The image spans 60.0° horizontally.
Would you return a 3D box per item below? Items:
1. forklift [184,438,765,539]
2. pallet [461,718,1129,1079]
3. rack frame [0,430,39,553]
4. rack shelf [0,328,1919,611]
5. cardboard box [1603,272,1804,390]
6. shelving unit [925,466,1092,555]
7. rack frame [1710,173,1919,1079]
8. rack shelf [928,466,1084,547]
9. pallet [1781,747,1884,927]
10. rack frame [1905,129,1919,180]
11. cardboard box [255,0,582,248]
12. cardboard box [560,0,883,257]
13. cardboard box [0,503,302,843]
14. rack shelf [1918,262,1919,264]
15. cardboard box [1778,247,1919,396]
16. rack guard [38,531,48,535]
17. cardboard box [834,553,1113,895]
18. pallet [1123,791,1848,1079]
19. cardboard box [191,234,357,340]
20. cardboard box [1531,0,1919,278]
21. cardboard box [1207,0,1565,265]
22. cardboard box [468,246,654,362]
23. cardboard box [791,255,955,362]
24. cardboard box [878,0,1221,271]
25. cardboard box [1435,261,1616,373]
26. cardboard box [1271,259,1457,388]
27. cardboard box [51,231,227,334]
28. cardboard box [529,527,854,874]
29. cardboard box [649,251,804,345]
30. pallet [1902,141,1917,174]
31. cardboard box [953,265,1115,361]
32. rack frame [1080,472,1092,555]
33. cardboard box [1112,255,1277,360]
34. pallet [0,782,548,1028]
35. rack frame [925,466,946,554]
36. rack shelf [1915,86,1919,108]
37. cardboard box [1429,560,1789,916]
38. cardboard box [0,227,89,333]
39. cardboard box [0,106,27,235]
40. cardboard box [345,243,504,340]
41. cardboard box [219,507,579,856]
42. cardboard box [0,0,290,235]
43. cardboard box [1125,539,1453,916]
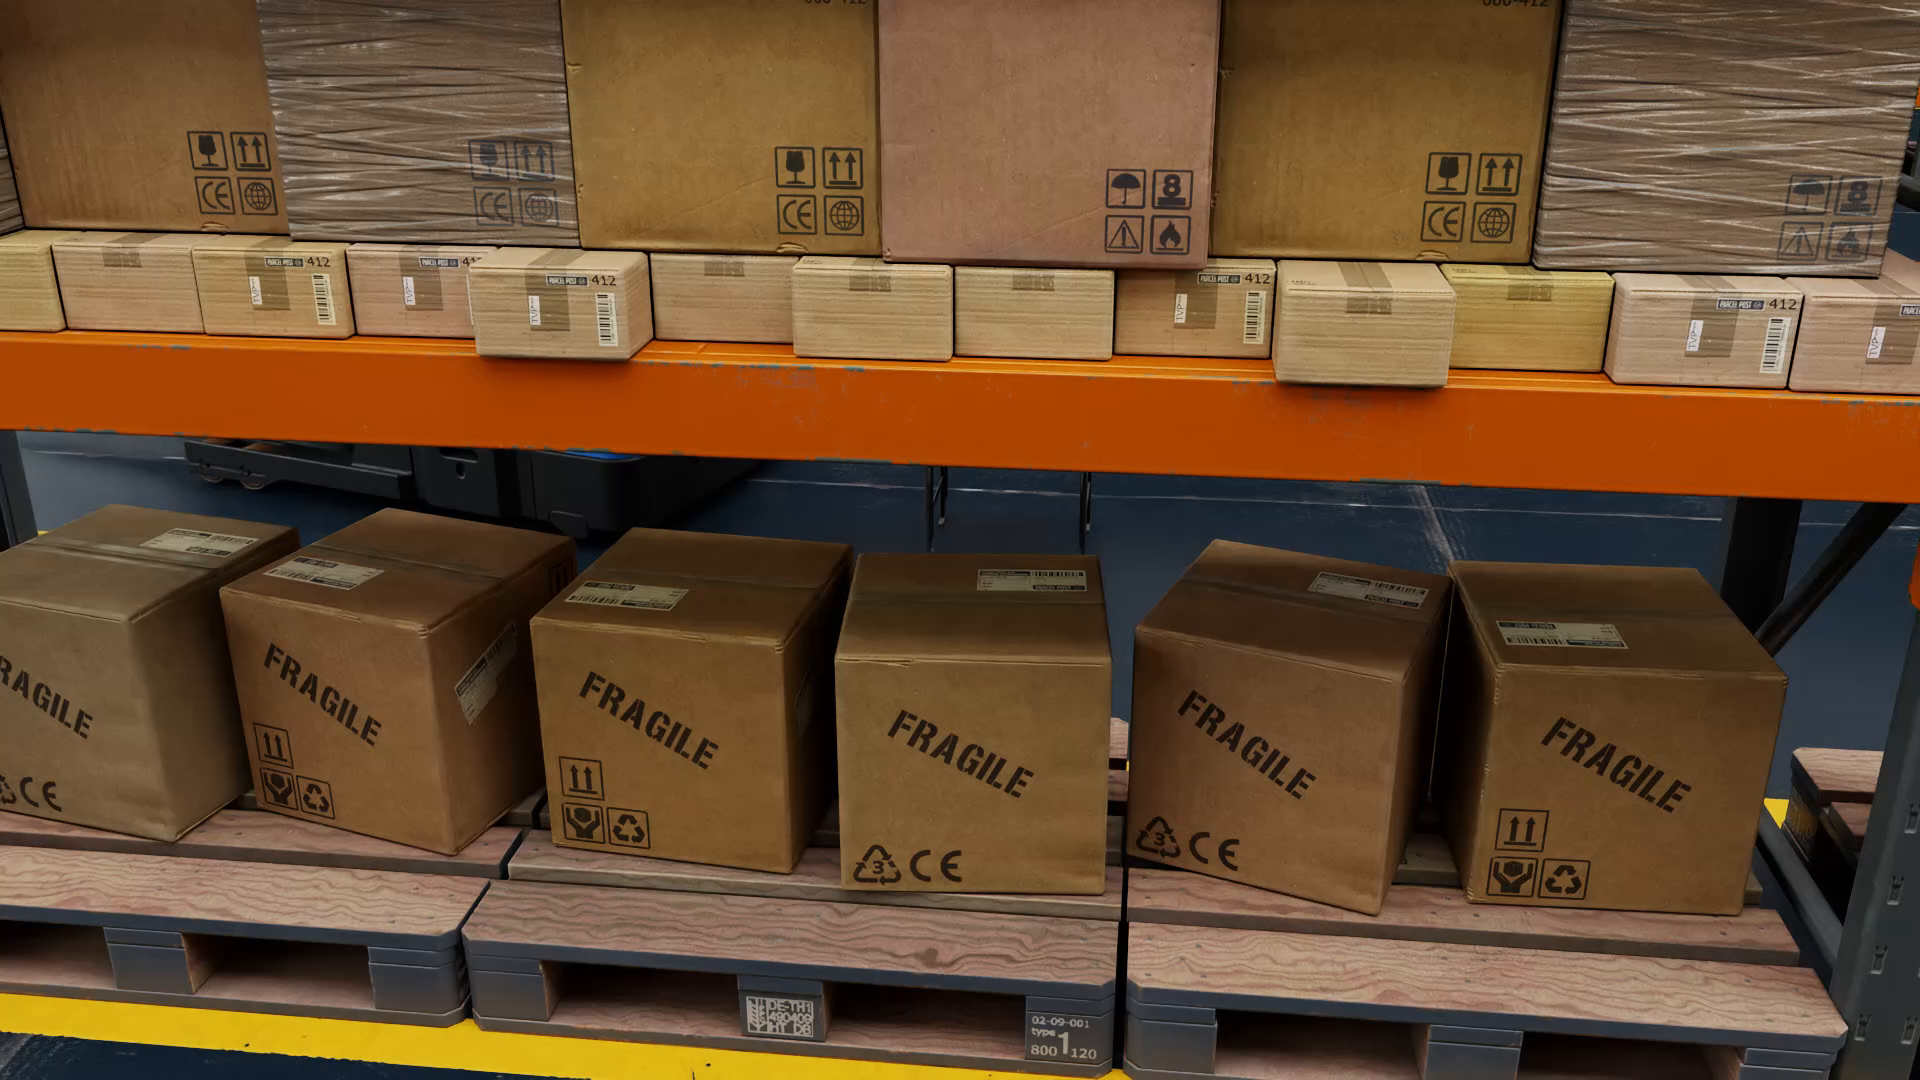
[{"bbox_3d":[-2.209,-1.706,5.767,3.031,2.935,1.130,9,23,22],"label":"forklift"},{"bbox_3d":[-0.267,0.664,3.472,1.213,0.211,1.003,2,22,6],"label":"pallet"},{"bbox_3d":[-2.353,-0.737,3.225,0.127,3.000,1.000,2,22,6],"label":"rack frame"},{"bbox_3d":[-0.367,-0.316,3.139,4.000,0.370,1.077,2,22,6],"label":"rack shelf"},{"bbox_3d":[1.124,-0.364,2.622,0.250,0.149,0.380,2,22,6],"label":"cardboard box"},{"bbox_3d":[0.164,-0.969,5.036,0.503,2.100,0.431,2,22,6],"label":"shelving unit"},{"bbox_3d":[1.619,-0.564,2.787,0.127,3.000,1.000,2,22,6],"label":"rack frame"},{"bbox_3d":[0.164,-0.306,5.298,0.480,0.518,0.431,2,22,6],"label":"rack shelf"},{"bbox_3d":[2.392,0.766,3.216,1.213,0.211,1.003,2,22,6],"label":"pallet"},{"bbox_3d":[6.761,-4.008,11.498,0.127,3.000,1.000,2,22,6],"label":"rack frame"},{"bbox_3d":[-0.808,-0.873,3.028,0.500,0.500,0.875,2,22,6],"label":"cardboard box"},{"bbox_3d":[-0.313,-0.847,2.962,0.500,0.500,0.875,2,22,6],"label":"cardboard box"},{"bbox_3d":[-1.735,0.263,3.524,0.500,0.500,0.500,7,23,16],"label":"cardboard box"},{"bbox_3d":[3.605,-0.143,2.701,4.000,0.370,1.077,2,22,6],"label":"rack shelf"},{"bbox_3d":[1.371,-0.349,2.586,0.250,0.149,0.380,2,22,6],"label":"cardboard box"},{"bbox_3d":[-2.278,0.428,3.676,0.348,0.500,1.175,2,22,6],"label":"rack guard"},{"bbox_3d":[0.031,0.351,3.302,0.500,0.500,0.500,1,22,1],"label":"cardboard box"},{"bbox_3d":[0.948,0.716,3.341,1.213,0.211,1.003,2,22,6],"label":"pallet"},{"bbox_3d":[-1.108,-0.470,2.892,0.250,0.149,0.380,2,22,6],"label":"cardboard box"},{"bbox_3d":[1.179,-0.791,2.821,0.500,0.500,0.875,2,22,6],"label":"cardboard box"},{"bbox_3d":[0.687,-0.826,2.908,0.500,0.500,0.875,2,22,6],"label":"cardboard box"},{"bbox_3d":[-0.620,-0.421,2.766,0.250,0.149,0.380,2,22,6],"label":"cardboard box"},{"bbox_3d":[-0.117,-0.420,2.763,0.250,0.149,0.380,2,22,6],"label":"cardboard box"},{"bbox_3d":[0.178,-0.811,2.870,0.500,0.500,0.875,2,22,6],"label":"cardboard box"},{"bbox_3d":[0.882,-0.397,2.705,0.250,0.149,0.380,2,22,6],"label":"cardboard box"},{"bbox_3d":[0.621,-0.367,2.629,0.250,0.149,0.380,2,22,6],"label":"cardboard box"},{"bbox_3d":[-1.355,-0.484,2.926,0.250,0.149,0.380,2,22,6],"label":"cardboard box"},{"bbox_3d":[-0.518,0.310,3.404,0.500,0.500,0.500,5,22,11],"label":"cardboard box"},{"bbox_3d":[-0.356,-0.459,2.861,0.250,0.149,0.380,2,22,6],"label":"cardboard box"},{"bbox_3d":[7.497,-2.665,11.894,1.213,0.211,1.003,2,22,6],"label":"pallet"},{"bbox_3d":[0.135,-0.422,2.768,0.250,0.149,0.380,2,22,6],"label":"cardboard box"},{"bbox_3d":[0.407,-0.959,5.009,0.015,2.100,0.400,2,22,6],"label":"rack frame"},{"bbox_3d":[0.388,-0.426,2.778,0.250,0.149,0.380,2,22,6],"label":"cardboard box"},{"bbox_3d":[-1.475,0.611,3.608,1.213,0.211,1.003,2,22,6],"label":"pallet"},{"bbox_3d":[-0.078,-0.980,5.062,0.015,2.100,0.400,2,22,6],"label":"rack frame"},{"bbox_3d":[4.188,-1.952,7.275,4.000,0.370,1.077,2,22,6],"label":"rack shelf"},{"bbox_3d":[1.226,0.371,3.250,0.500,0.500,0.500,2,22,5],"label":"cardboard box"},{"bbox_3d":[-1.606,-0.487,2.934,0.250,0.149,0.380,2,22,6],"label":"cardboard box"},{"bbox_3d":[-1.810,-0.888,3.067,0.500,0.500,0.875,2,22,6],"label":"cardboard box"},{"bbox_3d":[-0.856,-0.470,2.889,0.250,0.149,0.380,2,22,6],"label":"cardboard box"},{"bbox_3d":[-1.138,0.276,3.490,0.500,0.500,0.500,8,23,20],"label":"cardboard box"},{"bbox_3d":[-1.300,-0.911,3.123,0.500,0.500,0.875,2,22,6],"label":"cardboard box"},{"bbox_3d":[0.657,0.349,3.306,0.500,0.500,0.500,10,24,23],"label":"cardboard box"}]
